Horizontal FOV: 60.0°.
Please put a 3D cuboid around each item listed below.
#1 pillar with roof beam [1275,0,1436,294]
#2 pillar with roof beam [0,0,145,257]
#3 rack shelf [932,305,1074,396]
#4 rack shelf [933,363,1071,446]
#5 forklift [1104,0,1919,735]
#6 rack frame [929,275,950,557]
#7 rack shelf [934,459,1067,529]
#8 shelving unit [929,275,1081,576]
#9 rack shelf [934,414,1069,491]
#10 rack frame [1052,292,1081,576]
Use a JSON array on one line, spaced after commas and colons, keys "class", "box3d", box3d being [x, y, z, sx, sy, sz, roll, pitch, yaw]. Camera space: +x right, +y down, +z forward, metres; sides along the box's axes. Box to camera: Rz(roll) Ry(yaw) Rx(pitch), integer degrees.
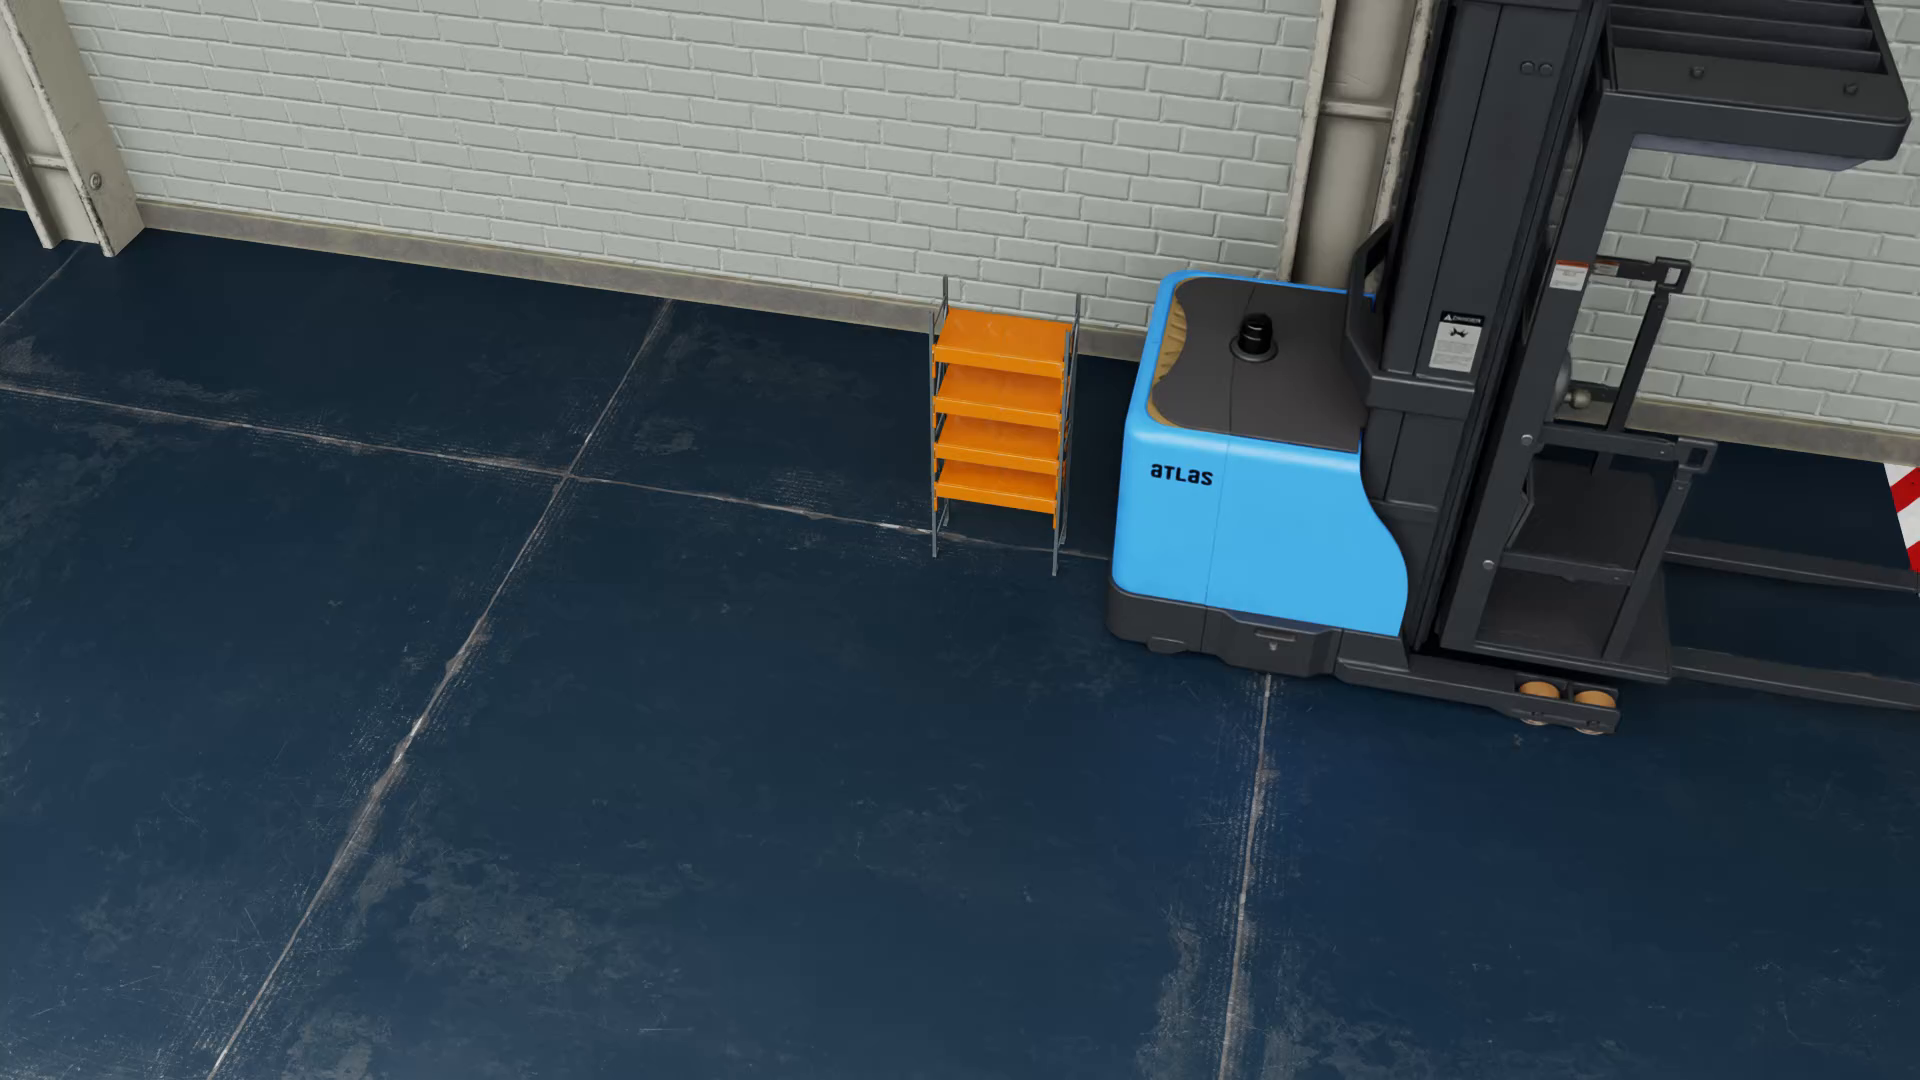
[{"class": "pillar with roof beam", "box3d": [0.582, -0.949, 1.247, 0.400, 9.000, 9.100, 9, 45, 9]}, {"class": "pillar with roof beam", "box3d": [-5.273, -1.858, 2.191, 0.400, 9.000, 9.100, 9, 45, 9]}, {"class": "rack shelf", "box3d": [0.162, -0.690, 6.035, 0.480, 0.148, 0.258, 9, 45, 9]}, {"class": "rack shelf", "box3d": [0.162, -0.520, 6.199, 0.480, 0.148, 0.258, 9, 45, 9]}, {"class": "forklift", "box3d": [2.122, -0.760, 5.426, 3.031, 2.935, 1.130, 9, 45, 9]}, {"class": "rack frame", "box3d": [-0.077, -0.444, 6.346, 0.015, 1.200, 0.240, 9, 45, 9]}, {"class": "rack shelf", "box3d": [0.162, -0.216, 6.492, 0.480, 0.148, 0.258, 9, 45, 9]}, {"class": "shelving unit", "box3d": [0.162, -0.407, 6.308, 0.503, 1.200, 0.258, 9, 45, 9]}, {"class": "rack shelf", "box3d": [0.162, -0.359, 6.355, 0.480, 0.148, 0.258, 9, 45, 9]}, {"class": "rack frame", "box3d": [0.400, -0.370, 6.269, 0.015, 1.200, 0.240, 9, 45, 9]}]
